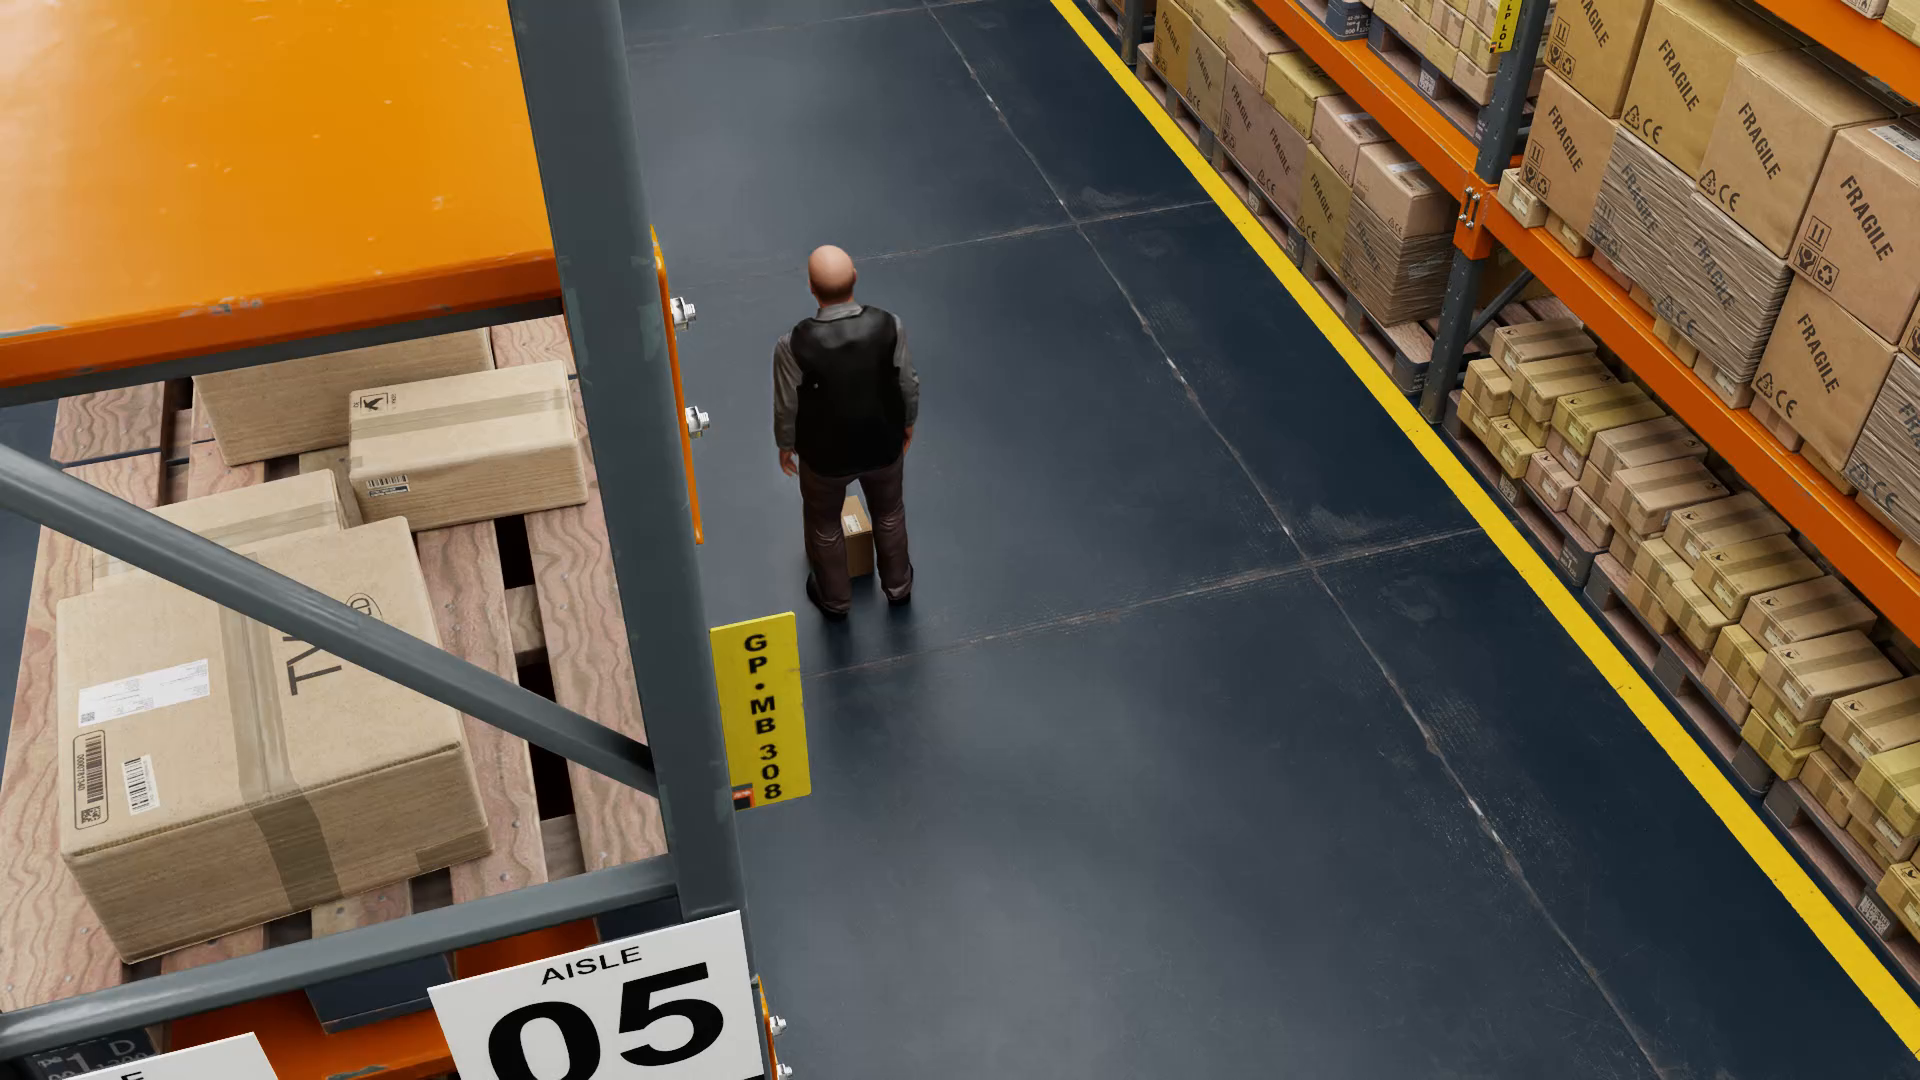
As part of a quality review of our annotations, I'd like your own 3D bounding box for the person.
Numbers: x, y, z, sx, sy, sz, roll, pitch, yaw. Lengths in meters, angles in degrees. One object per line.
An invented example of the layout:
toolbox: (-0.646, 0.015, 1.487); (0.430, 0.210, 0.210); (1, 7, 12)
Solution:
person: (-0.445, -0.387, 6.608); (0.580, 1.721, 0.367); (-12, 43, -13)
